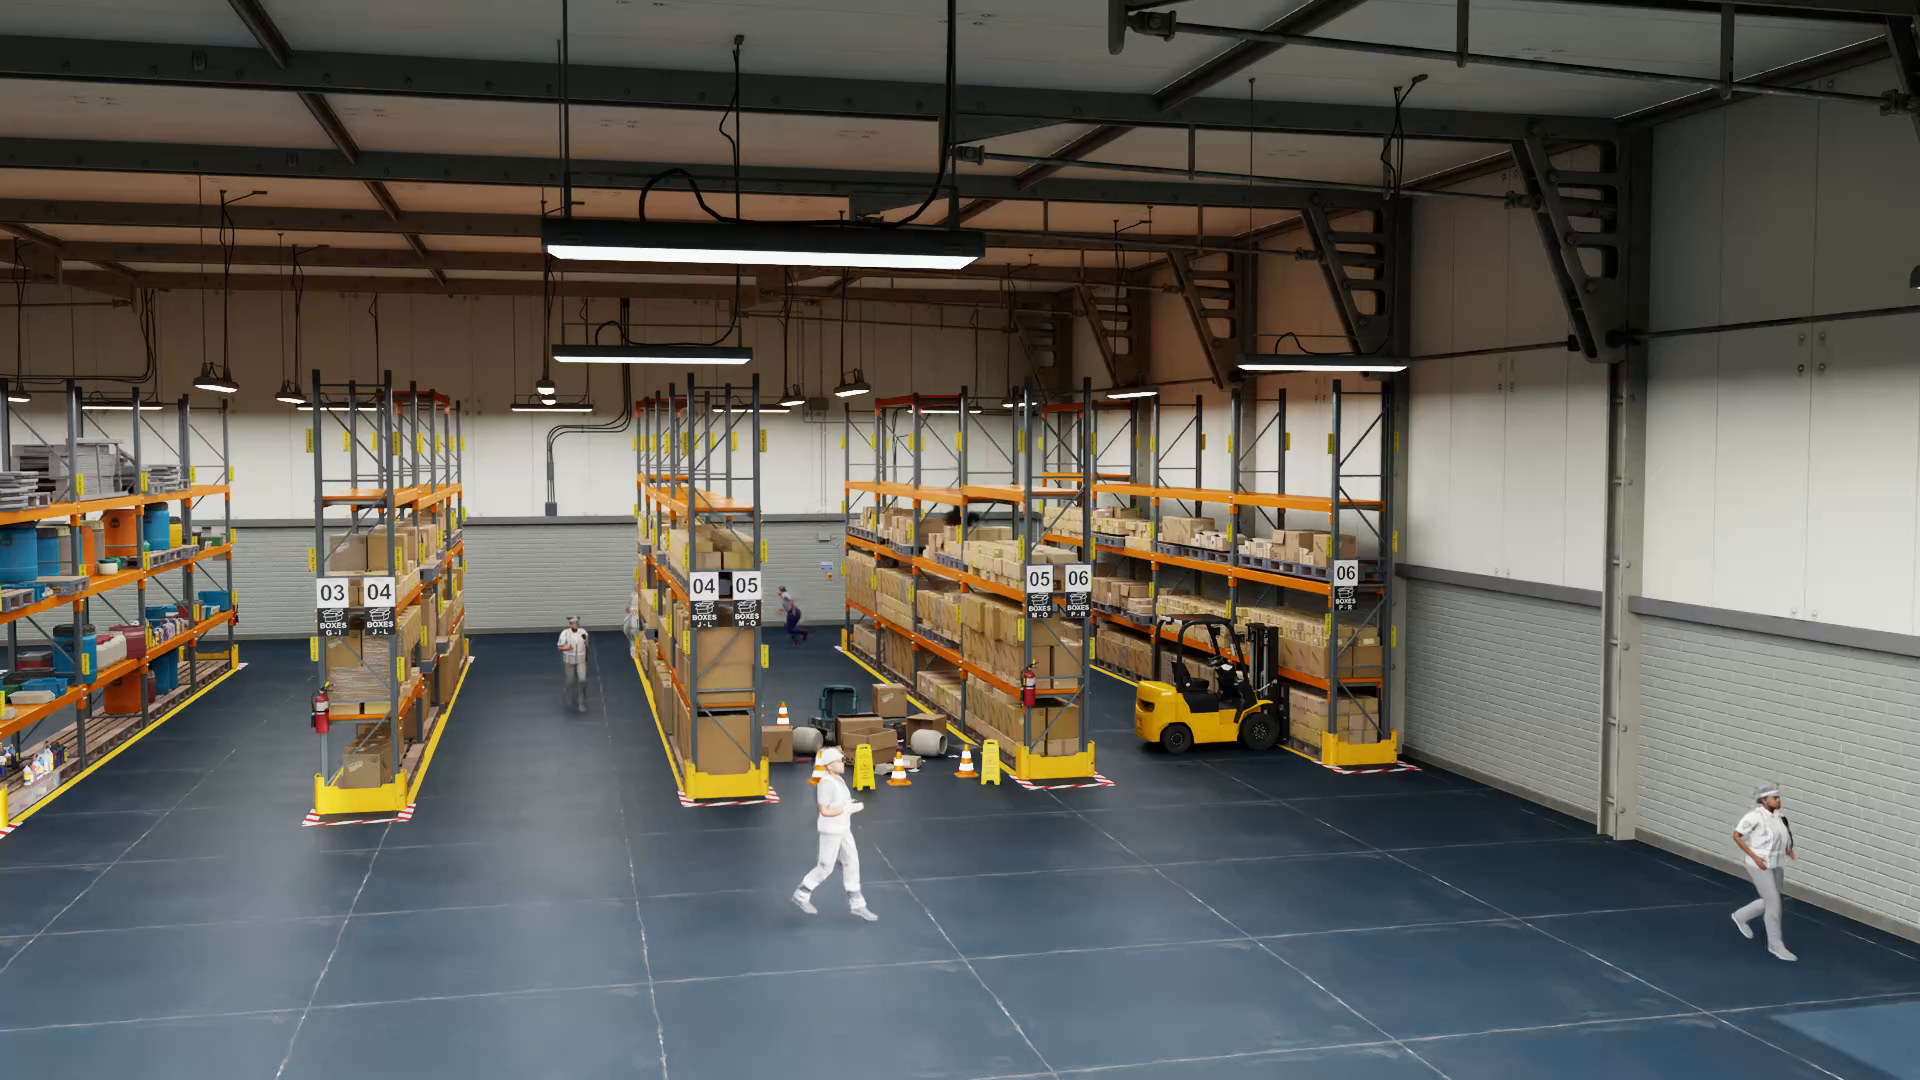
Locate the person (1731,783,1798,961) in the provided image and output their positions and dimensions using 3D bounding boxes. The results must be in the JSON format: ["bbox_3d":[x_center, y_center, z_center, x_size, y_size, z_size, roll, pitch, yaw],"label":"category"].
[{"bbox_3d":[7.916,3.216,16.392,0.583,1.704,0.774,-2,4,-28],"label":"person"}]

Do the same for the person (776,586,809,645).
[{"bbox_3d":[-4.185,1.886,41.346,0.782,1.508,0.623,0,3,-3],"label":"person"}]

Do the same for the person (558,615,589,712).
[{"bbox_3d":[-7.267,2.318,31.319,0.603,1.828,0.866,-1,4,-20],"label":"person"}]

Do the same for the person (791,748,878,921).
[{"bbox_3d":[-1.316,3.076,17.393,0.901,1.809,0.648,1,3,17],"label":"person"}]

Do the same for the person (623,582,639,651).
[{"bbox_3d":[-7.764,1.834,39.892,0.634,1.744,0.696,-3,4,-41],"label":"person"}]
